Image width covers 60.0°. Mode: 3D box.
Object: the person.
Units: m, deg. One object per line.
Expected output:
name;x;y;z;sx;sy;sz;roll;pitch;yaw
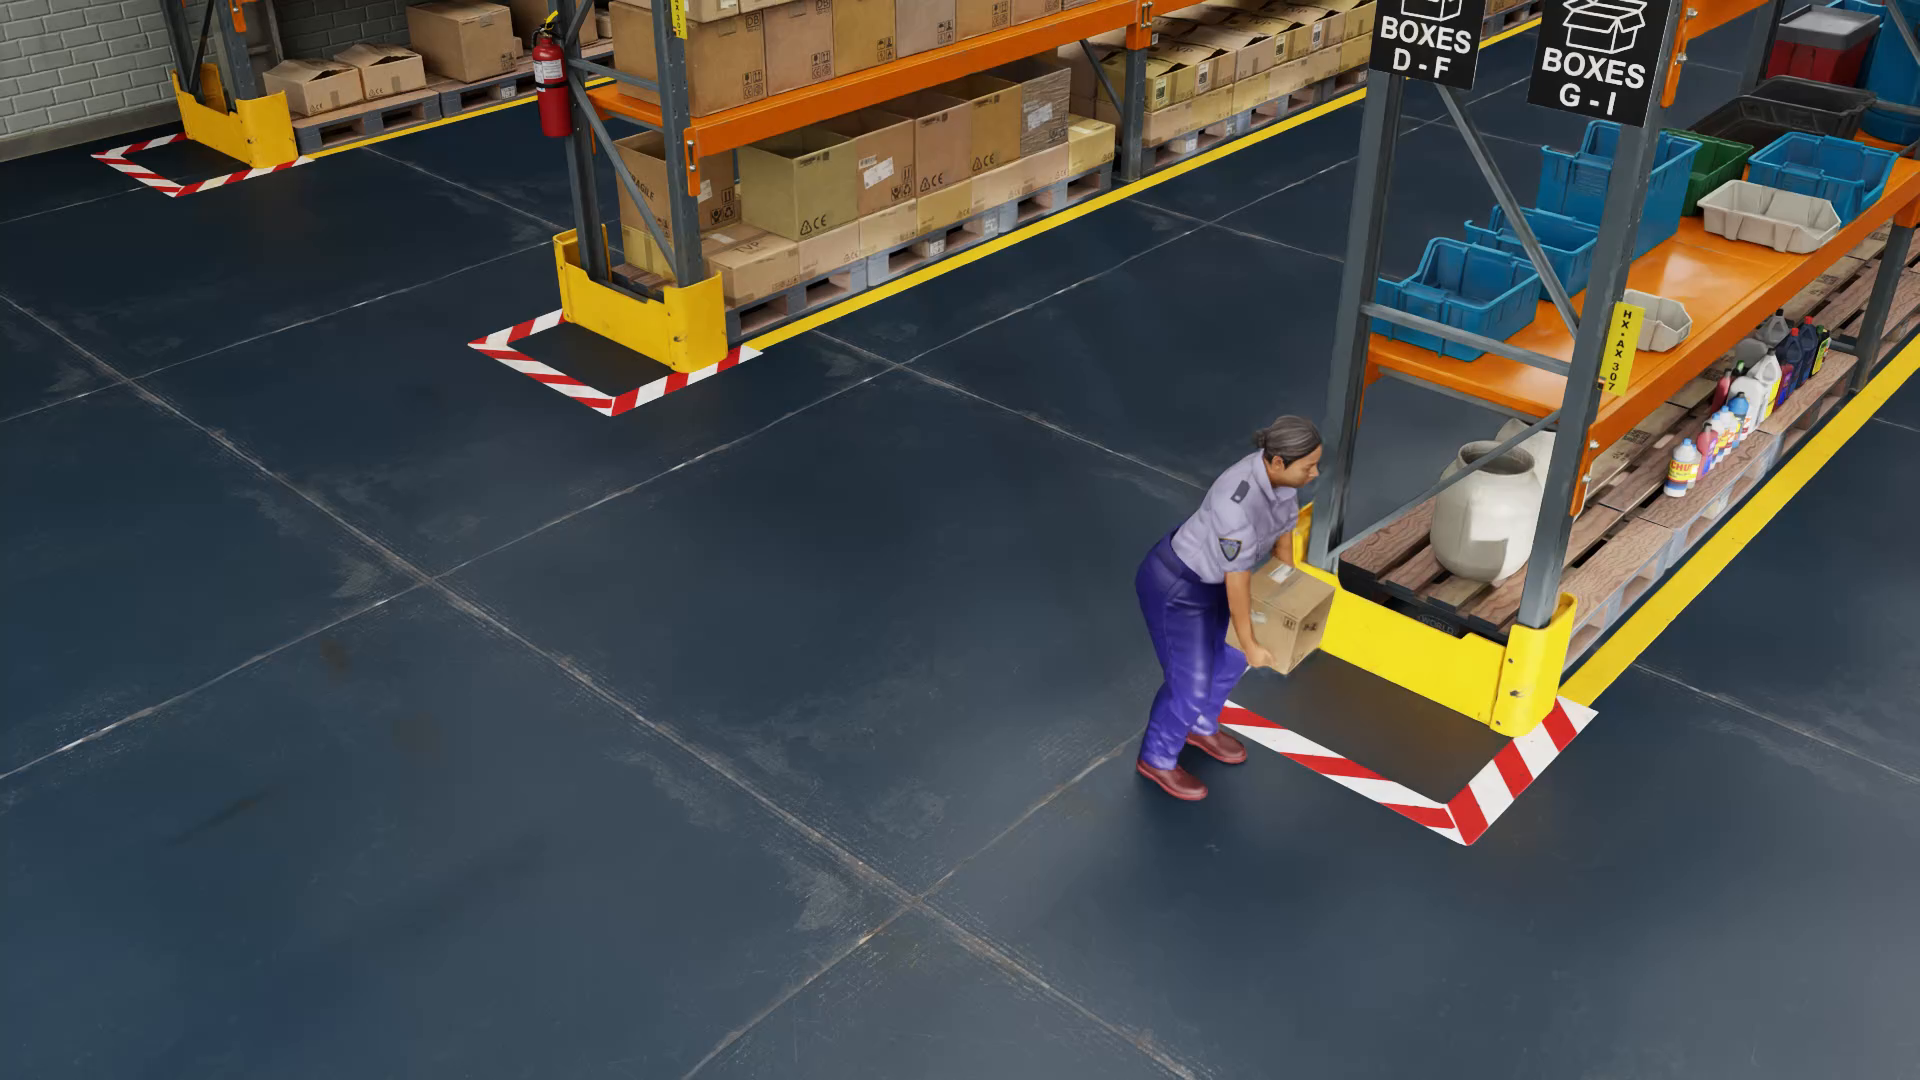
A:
person;0.937;0.216;5.890;0.599;1.559;0.445;22;38;32
